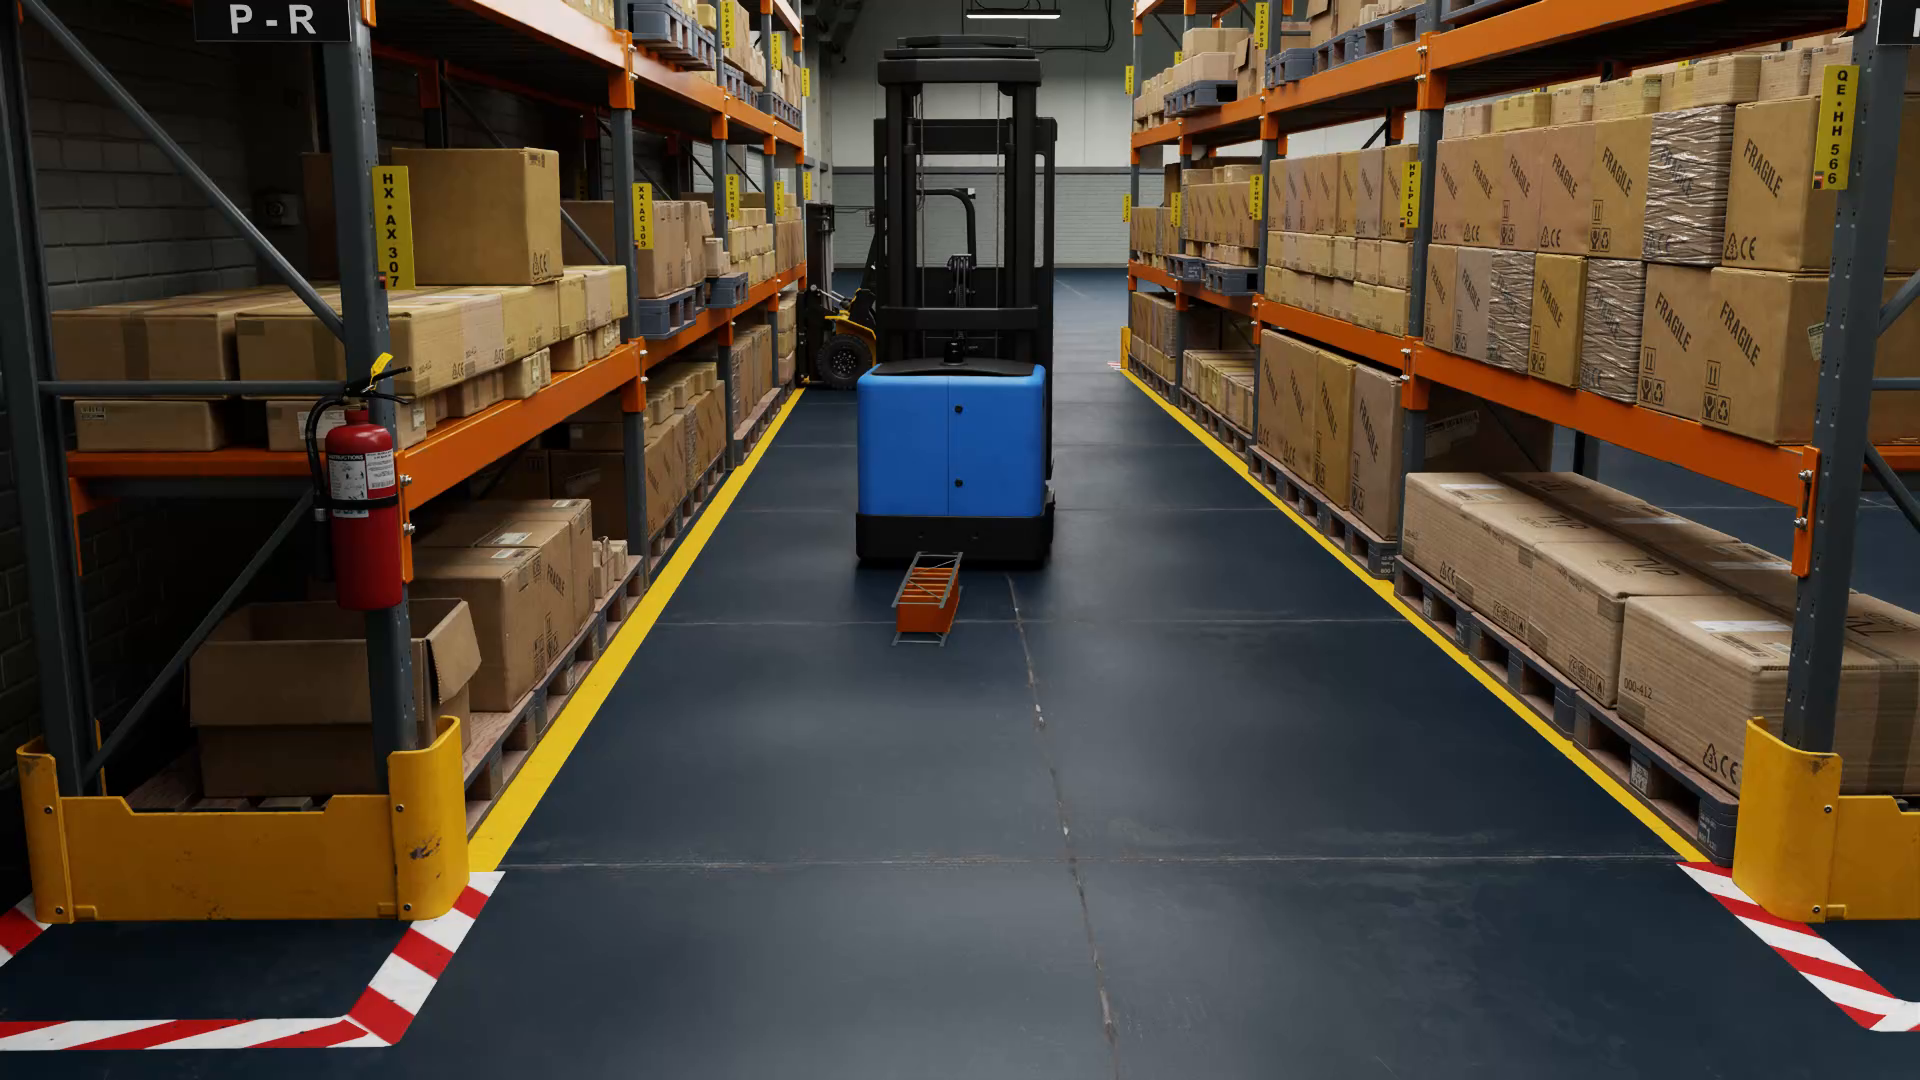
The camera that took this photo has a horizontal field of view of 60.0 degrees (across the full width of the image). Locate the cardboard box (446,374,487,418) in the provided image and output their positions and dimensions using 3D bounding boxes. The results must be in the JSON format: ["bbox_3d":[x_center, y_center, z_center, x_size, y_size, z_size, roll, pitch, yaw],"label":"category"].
[{"bbox_3d":[-1.825,-0.501,5.618,0.380,0.149,0.250,0,11,1],"label":"cardboard box"}]

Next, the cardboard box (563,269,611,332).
[{"bbox_3d":[-1.860,-1.073,7.431,0.500,0.250,0.500,0,11,-1],"label":"cardboard box"}]

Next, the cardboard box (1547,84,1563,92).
[{"bbox_3d":[7.275,-5.347,19.649,0.500,0.250,0.500,0,11,-1],"label":"cardboard box"}]

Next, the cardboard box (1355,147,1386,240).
[{"bbox_3d":[2.544,-1.951,9.365,0.500,0.500,0.500,0,11,0],"label":"cardboard box"}]

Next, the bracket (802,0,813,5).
[{"bbox_3d":[-3.283,-11.645,35.771,0.235,0.232,0.430,0,11,-1],"label":"bracket"}]

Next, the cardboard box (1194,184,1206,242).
[{"bbox_3d":[2.388,-2.920,14.851,0.500,0.500,0.500,0,11,-1],"label":"cardboard box"}]

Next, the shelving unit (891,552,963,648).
[{"bbox_3d":[-0.150,0.278,8.196,0.258,0.189,1.200,1,12,4],"label":"shelving unit"}]

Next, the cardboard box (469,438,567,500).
[{"bbox_3d":[-2.446,-0.277,9.112,0.500,0.500,0.500,0,11,-1],"label":"cardboard box"}]

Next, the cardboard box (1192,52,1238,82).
[{"bbox_3d":[2.313,-4.095,14.478,0.500,0.250,0.500,0,11,-2],"label":"cardboard box"}]

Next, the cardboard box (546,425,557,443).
[{"bbox_3d":[-2.446,-0.623,9.185,0.380,0.149,0.250,0,11,-1],"label":"cardboard box"}]

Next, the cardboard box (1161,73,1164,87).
[{"bbox_3d":[2.339,-4.869,17.597,0.380,0.149,0.250,0,11,0],"label":"cardboard box"}]

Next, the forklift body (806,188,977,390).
[{"bbox_3d":[-0.525,-2.800,18.452,2.313,2.155,1.214,0,11,-1],"label":"forklift body"}]

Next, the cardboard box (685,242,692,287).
[{"bbox_3d":[-1.785,-1.618,9.771,0.396,0.266,0.258,0,11,2],"label":"cardboard box"}]

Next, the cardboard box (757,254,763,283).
[{"bbox_3d":[-2.038,-2.419,14.816,0.500,0.250,0.500,0,11,-1],"label":"cardboard box"}]

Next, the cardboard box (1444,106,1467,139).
[{"bbox_3d":[2.570,-2.014,8.046,0.380,0.149,0.250,0,11,-2],"label":"cardboard box"}]

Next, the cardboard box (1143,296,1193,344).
[{"bbox_3d":[2.333,-2.463,18.627,0.500,0.500,0.500,0,11,0],"label":"cardboard box"}]

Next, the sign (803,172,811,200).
[{"bbox_3d":[-1.845,-4.269,20.047,0.100,0.325,0.005,0,11,-1],"label":"sign"}]

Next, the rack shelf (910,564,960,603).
[{"bbox_3d":[-0.128,0.220,8.474,0.258,0.180,0.103,1,12,4],"label":"rack shelf"}]

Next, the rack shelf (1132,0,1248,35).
[{"bbox_3d":[2.616,-5.795,17.808,1.077,0.370,4.000,0,11,-1],"label":"rack shelf"}]

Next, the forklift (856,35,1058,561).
[{"bbox_3d":[0.046,-1.560,10.377,1.130,2.935,3.031,1,11,4],"label":"forklift"}]

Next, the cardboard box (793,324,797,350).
[{"bbox_3d":[-2.018,-2.191,17.918,0.500,0.250,0.500,0,11,-2],"label":"cardboard box"}]

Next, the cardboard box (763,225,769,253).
[{"bbox_3d":[-2.021,-2.763,15.255,0.500,0.250,0.500,-1,11,-3],"label":"cardboard box"}]

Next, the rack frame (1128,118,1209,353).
[{"bbox_3d":[2.575,-3.607,20.293,1.000,3.000,0.127,0,11,-1],"label":"rack frame"}]

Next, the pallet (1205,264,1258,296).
[{"bbox_3d":[2.619,-2.064,13.169,1.213,0.211,1.003,0,11,-1],"label":"pallet"}]

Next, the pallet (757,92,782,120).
[{"bbox_3d":[-2.349,-4.387,16.815,1.003,0.211,1.213,0,11,-1],"label":"pallet"}]

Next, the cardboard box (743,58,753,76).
[{"bbox_3d":[-1.963,-4.022,14.117,0.380,0.149,0.250,0,11,-2],"label":"cardboard box"}]

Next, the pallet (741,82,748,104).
[{"bbox_3d":[-2.352,-3.730,13.829,1.003,0.211,1.213,0,11,1],"label":"pallet"}]

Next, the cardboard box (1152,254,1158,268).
[{"bbox_3d":[2.305,-3.055,18.205,0.380,0.149,0.250,0,11,-1],"label":"cardboard box"}]

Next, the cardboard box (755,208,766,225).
[{"bbox_3d":[-1.962,-2.939,15.116,0.380,0.149,0.250,-1,11,-3],"label":"cardboard box"}]

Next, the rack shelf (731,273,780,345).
[{"bbox_3d":[-2.264,-2.040,14.381,1.077,0.370,4.000,0,11,-1],"label":"rack shelf"}]

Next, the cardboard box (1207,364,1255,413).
[{"bbox_3d":[2.705,-1.344,14.693,0.950,0.372,0.625,0,11,1],"label":"cardboard box"}]

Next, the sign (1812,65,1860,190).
[{"bbox_3d":[2.363,-1.110,4.479,0.100,0.325,0.005,0,11,-1],"label":"sign"}]

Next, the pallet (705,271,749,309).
[{"bbox_3d":[-2.138,-1.767,11.706,1.213,0.211,1.003,0,11,-1],"label":"pallet"}]

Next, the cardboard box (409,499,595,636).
[{"bbox_3d":[-1.975,0.116,7.175,0.700,0.500,0.500,-1,11,-3],"label":"cardboard box"}]

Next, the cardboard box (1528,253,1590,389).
[{"bbox_3d":[2.591,-0.875,6.574,0.500,0.500,0.500,0,11,1],"label":"cardboard box"}]

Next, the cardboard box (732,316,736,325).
[{"bbox_3d":[-2.509,-2.236,16.880,0.500,0.250,0.500,0,11,0],"label":"cardboard box"}]

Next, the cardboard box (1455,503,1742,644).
[{"bbox_3d":[2.748,0.132,7.253,0.875,0.438,0.875,-1,11,-3],"label":"cardboard box"}]

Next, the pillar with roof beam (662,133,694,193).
[{"bbox_3d":[1.030,-6.401,18.979,9.100,9.000,0.400,0,11,-1],"label":"pillar with roof beam"}]

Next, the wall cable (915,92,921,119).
[{"bbox_3d":[0.072,-13.903,51.061,3.097,2.526,0.112,0,11,-1],"label":"wall cable"}]

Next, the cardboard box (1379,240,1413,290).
[{"bbox_3d":[2.571,-1.479,8.927,0.500,0.250,0.500,0,11,-1],"label":"cardboard box"}]

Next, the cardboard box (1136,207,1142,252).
[{"bbox_3d":[2.321,-3.603,19.276,0.500,0.500,0.500,0,11,1],"label":"cardboard box"}]

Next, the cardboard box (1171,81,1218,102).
[{"bbox_3d":[2.379,-4.441,16.489,0.500,0.250,0.500,0,11,-2],"label":"cardboard box"}]

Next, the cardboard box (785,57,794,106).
[{"bbox_3d":[-2.214,-5.068,18.394,0.700,0.500,0.500,0,11,-1],"label":"cardboard box"}]

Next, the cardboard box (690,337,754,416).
[{"bbox_3d":[-2.257,-1.425,14.455,0.875,0.625,0.625,-1,11,-4],"label":"cardboard box"}]

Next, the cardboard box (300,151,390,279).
[{"bbox_3d":[-2.375,-1.343,6.877,0.500,0.500,0.500,-1,11,-3],"label":"cardboard box"}]

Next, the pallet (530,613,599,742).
[{"bbox_3d":[-2.098,0.546,6.837,1.003,0.211,1.213,0,11,-1],"label":"pallet"}]

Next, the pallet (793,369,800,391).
[{"bbox_3d":[-2.308,-1.825,18.525,1.003,0.211,1.213,0,11,-1],"label":"pallet"}]

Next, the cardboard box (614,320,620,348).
[{"bbox_3d":[-1.881,-1.015,8.148,0.380,0.149,0.250,0,11,0],"label":"cardboard box"}]

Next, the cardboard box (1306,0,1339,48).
[{"bbox_3d":[2.899,-3.669,11.737,0.797,0.503,0.637,-1,12,-5],"label":"cardboard box"}]

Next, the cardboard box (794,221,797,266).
[{"bbox_3d":[-2.103,-3.333,18.691,0.500,0.500,0.500,0,11,-2],"label":"cardboard box"}]

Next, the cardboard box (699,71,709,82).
[{"bbox_3d":[-1.958,-3.191,11.076,0.500,0.250,0.500,0,11,-1],"label":"cardboard box"}]

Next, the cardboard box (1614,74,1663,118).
[{"bbox_3d":[2.617,-1.607,6.038,0.380,0.149,0.250,0,11,0],"label":"cardboard box"}]

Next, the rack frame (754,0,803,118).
[{"bbox_3d":[-2.388,-6.526,19.592,1.000,3.000,0.127,0,11,-1],"label":"rack frame"}]

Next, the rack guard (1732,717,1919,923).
[{"bbox_3d":[2.906,0.804,4.840,1.175,0.500,0.348,0,11,-1],"label":"rack guard"}]

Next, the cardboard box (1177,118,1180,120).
[{"bbox_3d":[2.346,-4.220,16.403,0.380,0.149,0.250,0,11,-1],"label":"cardboard box"}]

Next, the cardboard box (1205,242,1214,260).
[{"bbox_3d":[2.352,-2.524,14.531,0.380,0.149,0.250,0,11,1],"label":"cardboard box"}]

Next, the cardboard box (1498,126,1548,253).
[{"bbox_3d":[2.594,-1.462,6.957,0.500,0.500,0.500,0,11,0],"label":"cardboard box"}]

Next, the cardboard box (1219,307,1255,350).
[{"bbox_3d":[2.915,-2.156,17.114,0.500,0.500,0.500,0,11,2],"label":"cardboard box"}]

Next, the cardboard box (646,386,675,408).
[{"bbox_3d":[-2.005,-0.884,10.472,0.380,0.149,0.250,0,11,-1],"label":"cardboard box"}]
